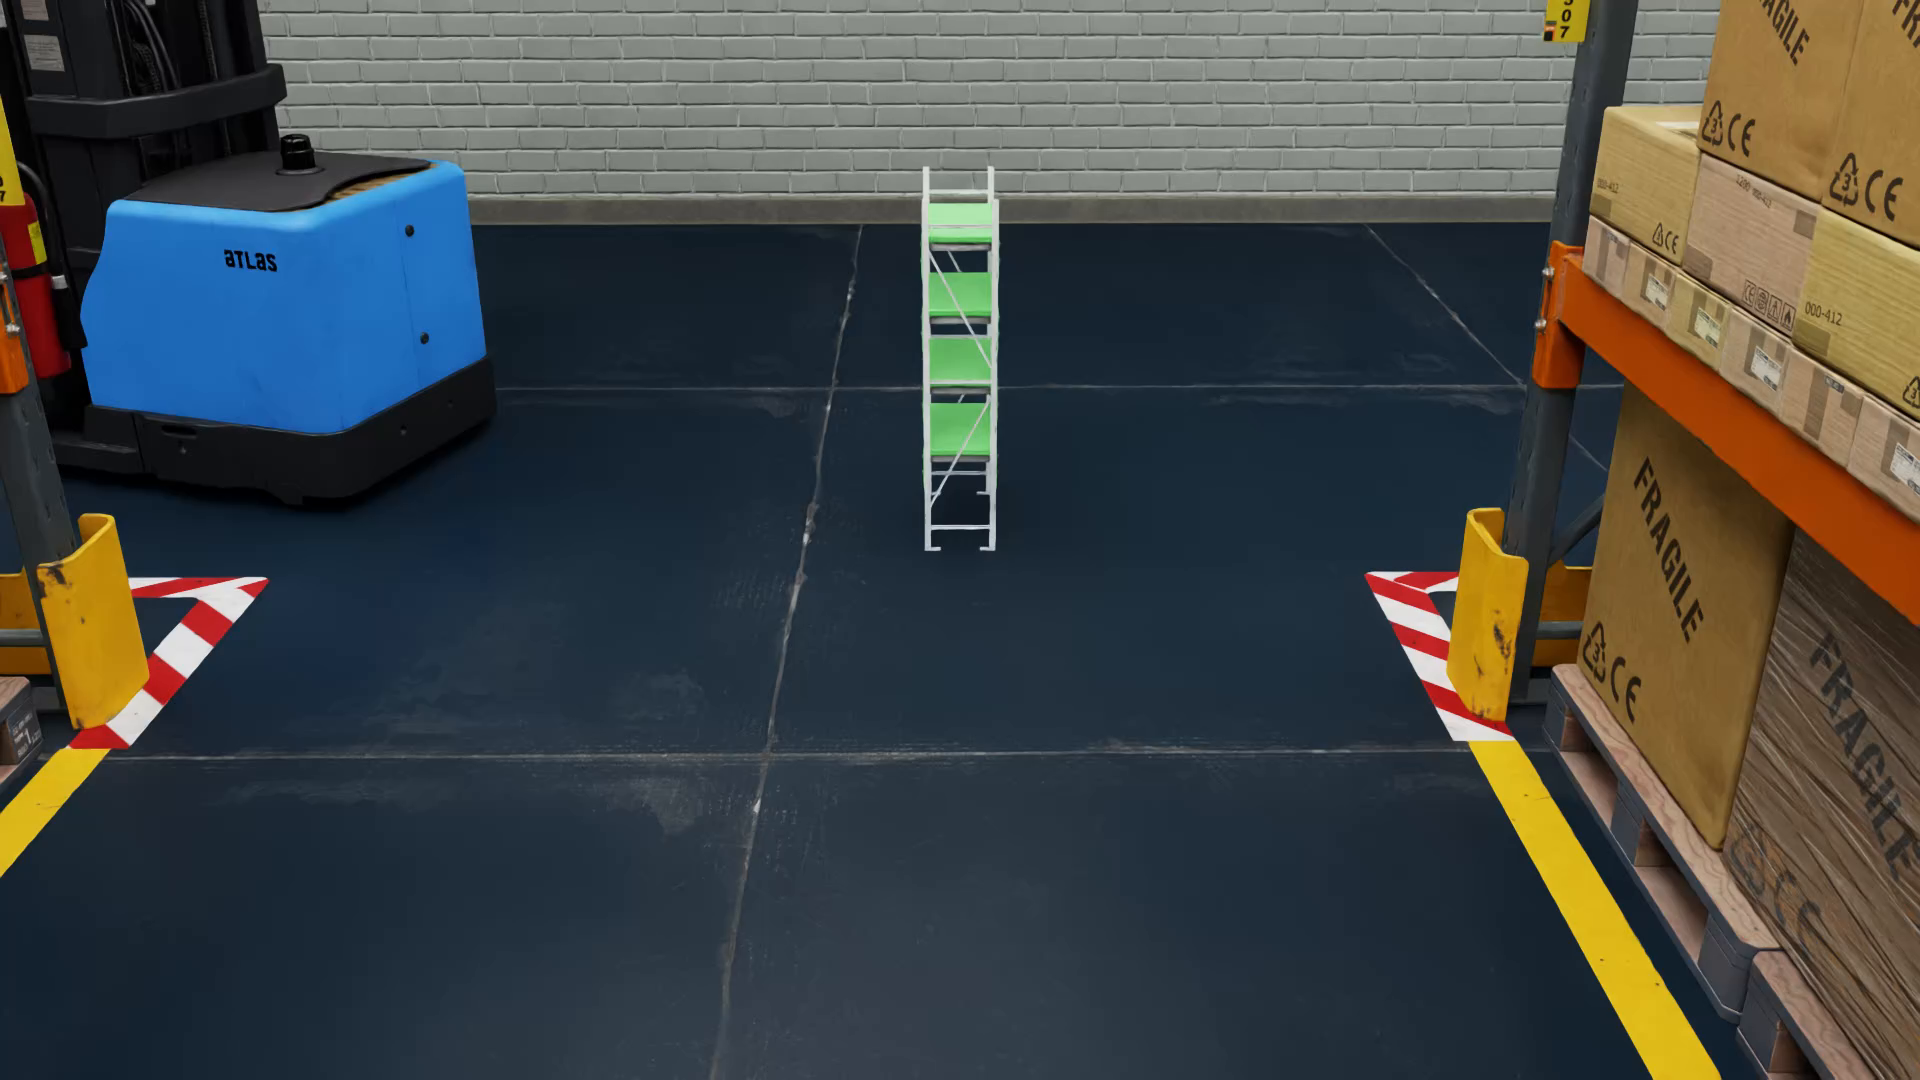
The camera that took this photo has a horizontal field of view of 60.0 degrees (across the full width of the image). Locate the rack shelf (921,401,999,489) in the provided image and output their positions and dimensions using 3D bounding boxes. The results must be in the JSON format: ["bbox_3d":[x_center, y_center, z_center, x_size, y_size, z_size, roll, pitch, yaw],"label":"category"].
[{"bbox_3d":[-0.002,-0.338,5.779,0.258,0.148,0.480,0,24,-1],"label":"rack shelf"}]

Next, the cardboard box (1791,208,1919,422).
[{"bbox_3d":[1.765,-0.371,2.752,0.500,0.250,0.500,-1,24,-2],"label":"cardboard box"}]

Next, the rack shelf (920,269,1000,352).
[{"bbox_3d":[-0.002,-0.775,5.581,0.258,0.148,0.480,0,24,-1],"label":"rack shelf"}]

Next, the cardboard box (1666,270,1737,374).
[{"bbox_3d":[1.697,-0.451,3.412,0.380,0.149,0.250,-1,24,-2],"label":"cardboard box"}]

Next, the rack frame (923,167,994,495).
[{"bbox_3d":[-0.004,-0.715,5.876,0.240,1.200,0.015,0,24,-1],"label":"rack frame"}]

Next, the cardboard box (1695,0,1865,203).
[{"bbox_3d":[1.756,-0.928,3.074,0.500,0.500,0.500,-1,24,-2],"label":"cardboard box"}]

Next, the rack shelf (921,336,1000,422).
[{"bbox_3d":[-0.002,-0.557,5.680,0.258,0.148,0.480,0,24,-1],"label":"rack shelf"}]

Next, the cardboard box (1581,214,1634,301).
[{"bbox_3d":[1.690,-0.662,3.879,0.380,0.149,0.250,0,24,0],"label":"cardboard box"}]

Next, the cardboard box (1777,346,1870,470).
[{"bbox_3d":[1.703,-0.239,2.943,0.380,0.149,0.250,-1,24,-2],"label":"cardboard box"}]

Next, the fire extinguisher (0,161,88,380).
[{"bbox_3d":[-2.484,-0.761,4.340,0.296,0.674,0.183,0,24,-1],"label":"fire extinguisher"}]

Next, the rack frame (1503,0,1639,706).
[{"bbox_3d":[2.016,-0.924,4.154,1.000,3.000,0.127,0,24,-1],"label":"rack frame"}]

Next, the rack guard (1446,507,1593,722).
[{"bbox_3d":[2.015,0.205,4.691,1.175,0.500,0.348,0,24,-1],"label":"rack guard"}]

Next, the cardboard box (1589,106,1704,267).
[{"bbox_3d":[1.751,-0.793,3.684,0.500,0.250,0.500,-1,24,-2],"label":"cardboard box"}]

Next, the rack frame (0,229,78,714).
[{"bbox_3d":[-2.937,-0.902,4.105,1.000,3.000,0.127,0,24,-1],"label":"rack frame"}]

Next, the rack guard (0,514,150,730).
[{"bbox_3d":[-2.950,0.227,4.642,1.175,0.500,0.348,0,24,-1],"label":"rack guard"}]

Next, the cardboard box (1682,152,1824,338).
[{"bbox_3d":[1.763,-0.578,3.210,0.500,0.250,0.500,-1,24,-1],"label":"cardboard box"}]

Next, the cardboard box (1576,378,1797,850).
[{"bbox_3d":[2.103,0.116,3.923,0.875,0.875,0.875,0,24,-1],"label":"cardboard box"}]

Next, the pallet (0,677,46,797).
[{"bbox_3d":[-2.967,0.708,3.928,1.003,0.211,1.213,0,24,-1],"label":"pallet"}]

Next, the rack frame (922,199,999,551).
[{"bbox_3d":[0.001,-0.514,5.431,0.240,1.200,0.015,0,24,-1],"label":"rack frame"}]

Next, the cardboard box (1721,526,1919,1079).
[{"bbox_3d":[2.113,0.491,3.094,0.875,0.875,0.875,0,24,-1],"label":"cardboard box"}]

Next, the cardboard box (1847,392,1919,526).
[{"bbox_3d":[1.706,-0.132,2.708,0.380,0.149,0.250,-1,24,-1],"label":"cardboard box"}]

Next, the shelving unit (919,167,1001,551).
[{"bbox_3d":[-0.002,-0.615,5.654,0.258,1.200,0.503,0,24,-1],"label":"shelving unit"}]

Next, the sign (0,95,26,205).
[{"bbox_3d":[-2.387,-0.986,4.091,0.100,0.325,0.005,0,24,-1],"label":"sign"}]

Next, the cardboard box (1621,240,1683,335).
[{"bbox_3d":[1.694,-0.557,3.645,0.380,0.149,0.250,-1,24,-1],"label":"cardboard box"}]

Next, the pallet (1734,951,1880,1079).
[{"bbox_3d":[2.113,1.177,2.892,1.003,0.211,1.213,0,24,-1],"label":"pallet"}]

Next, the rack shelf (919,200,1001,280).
[{"bbox_3d":[-0.002,-0.994,5.482,0.258,0.148,0.480,0,24,-1],"label":"rack shelf"}]

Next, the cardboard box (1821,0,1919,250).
[{"bbox_3d":[1.768,-0.715,2.602,0.500,0.500,0.500,-1,24,-2],"label":"cardboard box"}]

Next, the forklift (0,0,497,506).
[{"bbox_3d":[-3.446,-1.806,6.186,3.031,2.935,1.130,8,25,17],"label":"forklift"}]

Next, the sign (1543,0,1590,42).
[{"bbox_3d":[1.461,-1.355,3.959,0.100,0.325,0.005,0,24,-1],"label":"sign"}]

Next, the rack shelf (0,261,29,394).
[{"bbox_3d":[-2.915,0.250,2.431,1.077,0.370,4.000,0,24,-1],"label":"rack shelf"}]

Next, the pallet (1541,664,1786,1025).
[{"bbox_3d":[2.103,0.675,4.001,1.003,0.211,1.213,0,24,-1],"label":"pallet"}]

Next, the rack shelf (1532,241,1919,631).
[{"bbox_3d":[2.038,0.227,2.480,1.077,0.370,4.000,0,24,-1],"label":"rack shelf"}]

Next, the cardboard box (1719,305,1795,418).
[{"bbox_3d":[1.701,-0.344,3.174,0.380,0.149,0.250,-1,24,-1],"label":"cardboard box"}]
